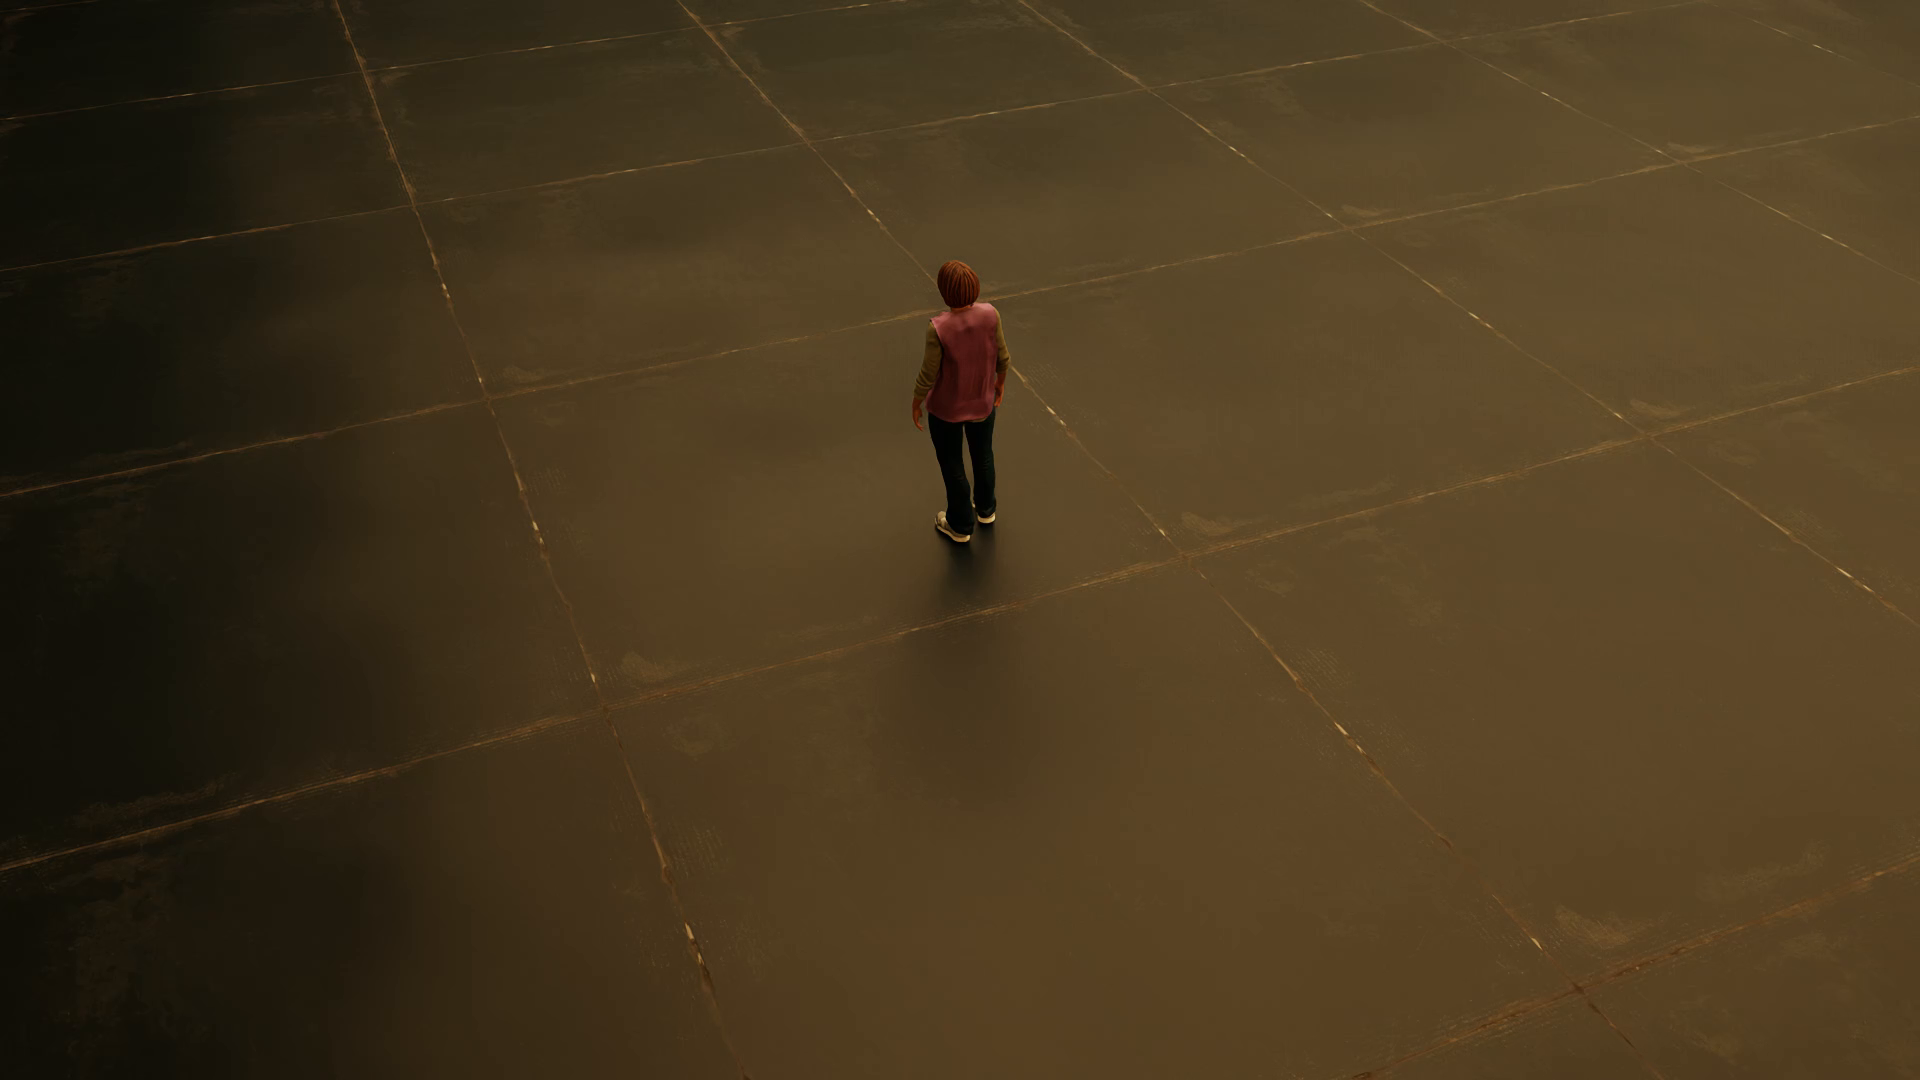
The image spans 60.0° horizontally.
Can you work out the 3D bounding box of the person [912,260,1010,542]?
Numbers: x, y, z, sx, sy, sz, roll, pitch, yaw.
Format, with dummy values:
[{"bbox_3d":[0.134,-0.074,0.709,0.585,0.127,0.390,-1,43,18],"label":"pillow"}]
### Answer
[{"bbox_3d":[-0.016,-0.699,8.220,0.520,1.597,0.476,-14,38,-19],"label":"person"}]
